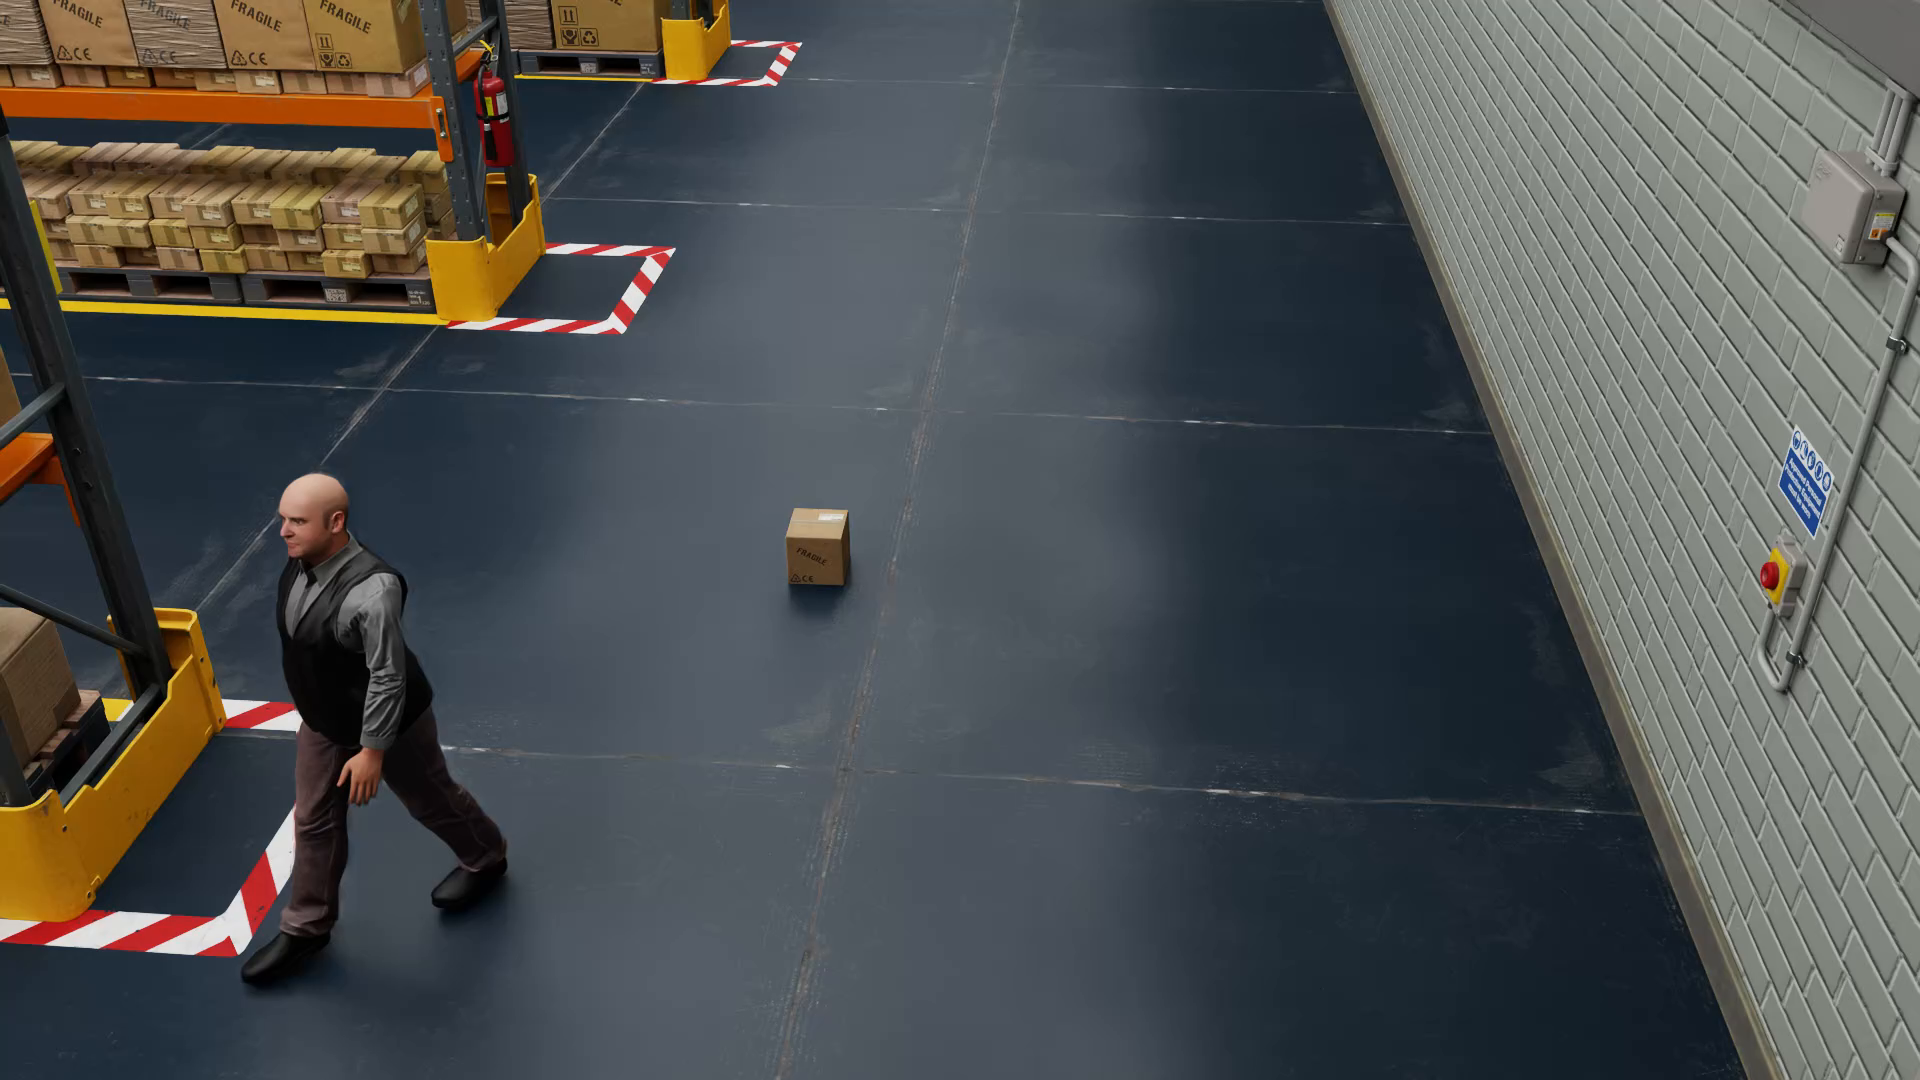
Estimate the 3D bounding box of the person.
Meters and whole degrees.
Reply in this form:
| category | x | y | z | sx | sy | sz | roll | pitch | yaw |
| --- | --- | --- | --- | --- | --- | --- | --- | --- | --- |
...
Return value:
| category | x | y | z | sx | sy | sz | roll | pitch | yaw |
| --- | --- | --- | --- | --- | --- | --- | --- | --- | --- |
| person | -1.924 | 0.585 | 5.183 | 0.560 | 1.683 | 0.900 | 21 | 37 | 30 |
